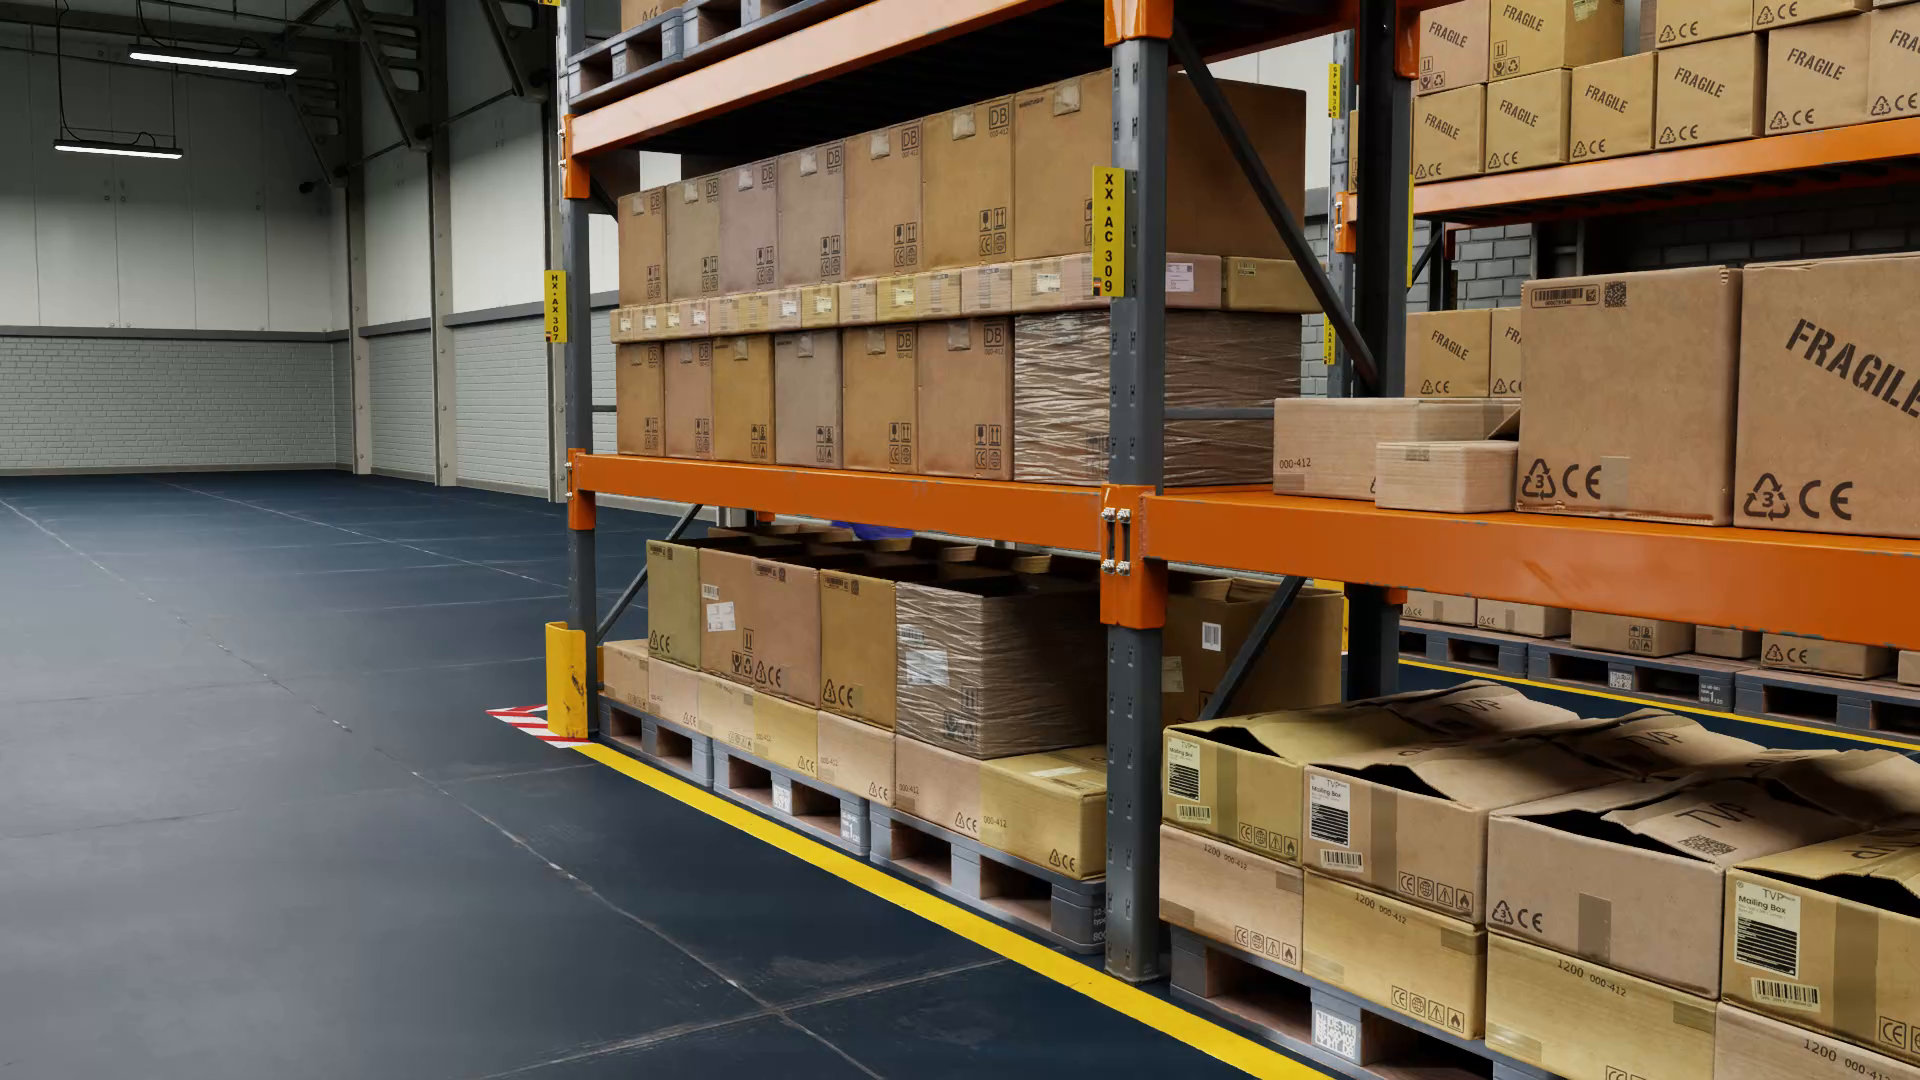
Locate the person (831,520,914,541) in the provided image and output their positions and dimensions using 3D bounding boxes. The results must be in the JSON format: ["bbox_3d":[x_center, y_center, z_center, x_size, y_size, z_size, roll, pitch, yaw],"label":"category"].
[{"bbox_3d":[-0.509,0.163,9.947,0.498,1.117,0.740,-3,6,-34],"label":"person"}]
